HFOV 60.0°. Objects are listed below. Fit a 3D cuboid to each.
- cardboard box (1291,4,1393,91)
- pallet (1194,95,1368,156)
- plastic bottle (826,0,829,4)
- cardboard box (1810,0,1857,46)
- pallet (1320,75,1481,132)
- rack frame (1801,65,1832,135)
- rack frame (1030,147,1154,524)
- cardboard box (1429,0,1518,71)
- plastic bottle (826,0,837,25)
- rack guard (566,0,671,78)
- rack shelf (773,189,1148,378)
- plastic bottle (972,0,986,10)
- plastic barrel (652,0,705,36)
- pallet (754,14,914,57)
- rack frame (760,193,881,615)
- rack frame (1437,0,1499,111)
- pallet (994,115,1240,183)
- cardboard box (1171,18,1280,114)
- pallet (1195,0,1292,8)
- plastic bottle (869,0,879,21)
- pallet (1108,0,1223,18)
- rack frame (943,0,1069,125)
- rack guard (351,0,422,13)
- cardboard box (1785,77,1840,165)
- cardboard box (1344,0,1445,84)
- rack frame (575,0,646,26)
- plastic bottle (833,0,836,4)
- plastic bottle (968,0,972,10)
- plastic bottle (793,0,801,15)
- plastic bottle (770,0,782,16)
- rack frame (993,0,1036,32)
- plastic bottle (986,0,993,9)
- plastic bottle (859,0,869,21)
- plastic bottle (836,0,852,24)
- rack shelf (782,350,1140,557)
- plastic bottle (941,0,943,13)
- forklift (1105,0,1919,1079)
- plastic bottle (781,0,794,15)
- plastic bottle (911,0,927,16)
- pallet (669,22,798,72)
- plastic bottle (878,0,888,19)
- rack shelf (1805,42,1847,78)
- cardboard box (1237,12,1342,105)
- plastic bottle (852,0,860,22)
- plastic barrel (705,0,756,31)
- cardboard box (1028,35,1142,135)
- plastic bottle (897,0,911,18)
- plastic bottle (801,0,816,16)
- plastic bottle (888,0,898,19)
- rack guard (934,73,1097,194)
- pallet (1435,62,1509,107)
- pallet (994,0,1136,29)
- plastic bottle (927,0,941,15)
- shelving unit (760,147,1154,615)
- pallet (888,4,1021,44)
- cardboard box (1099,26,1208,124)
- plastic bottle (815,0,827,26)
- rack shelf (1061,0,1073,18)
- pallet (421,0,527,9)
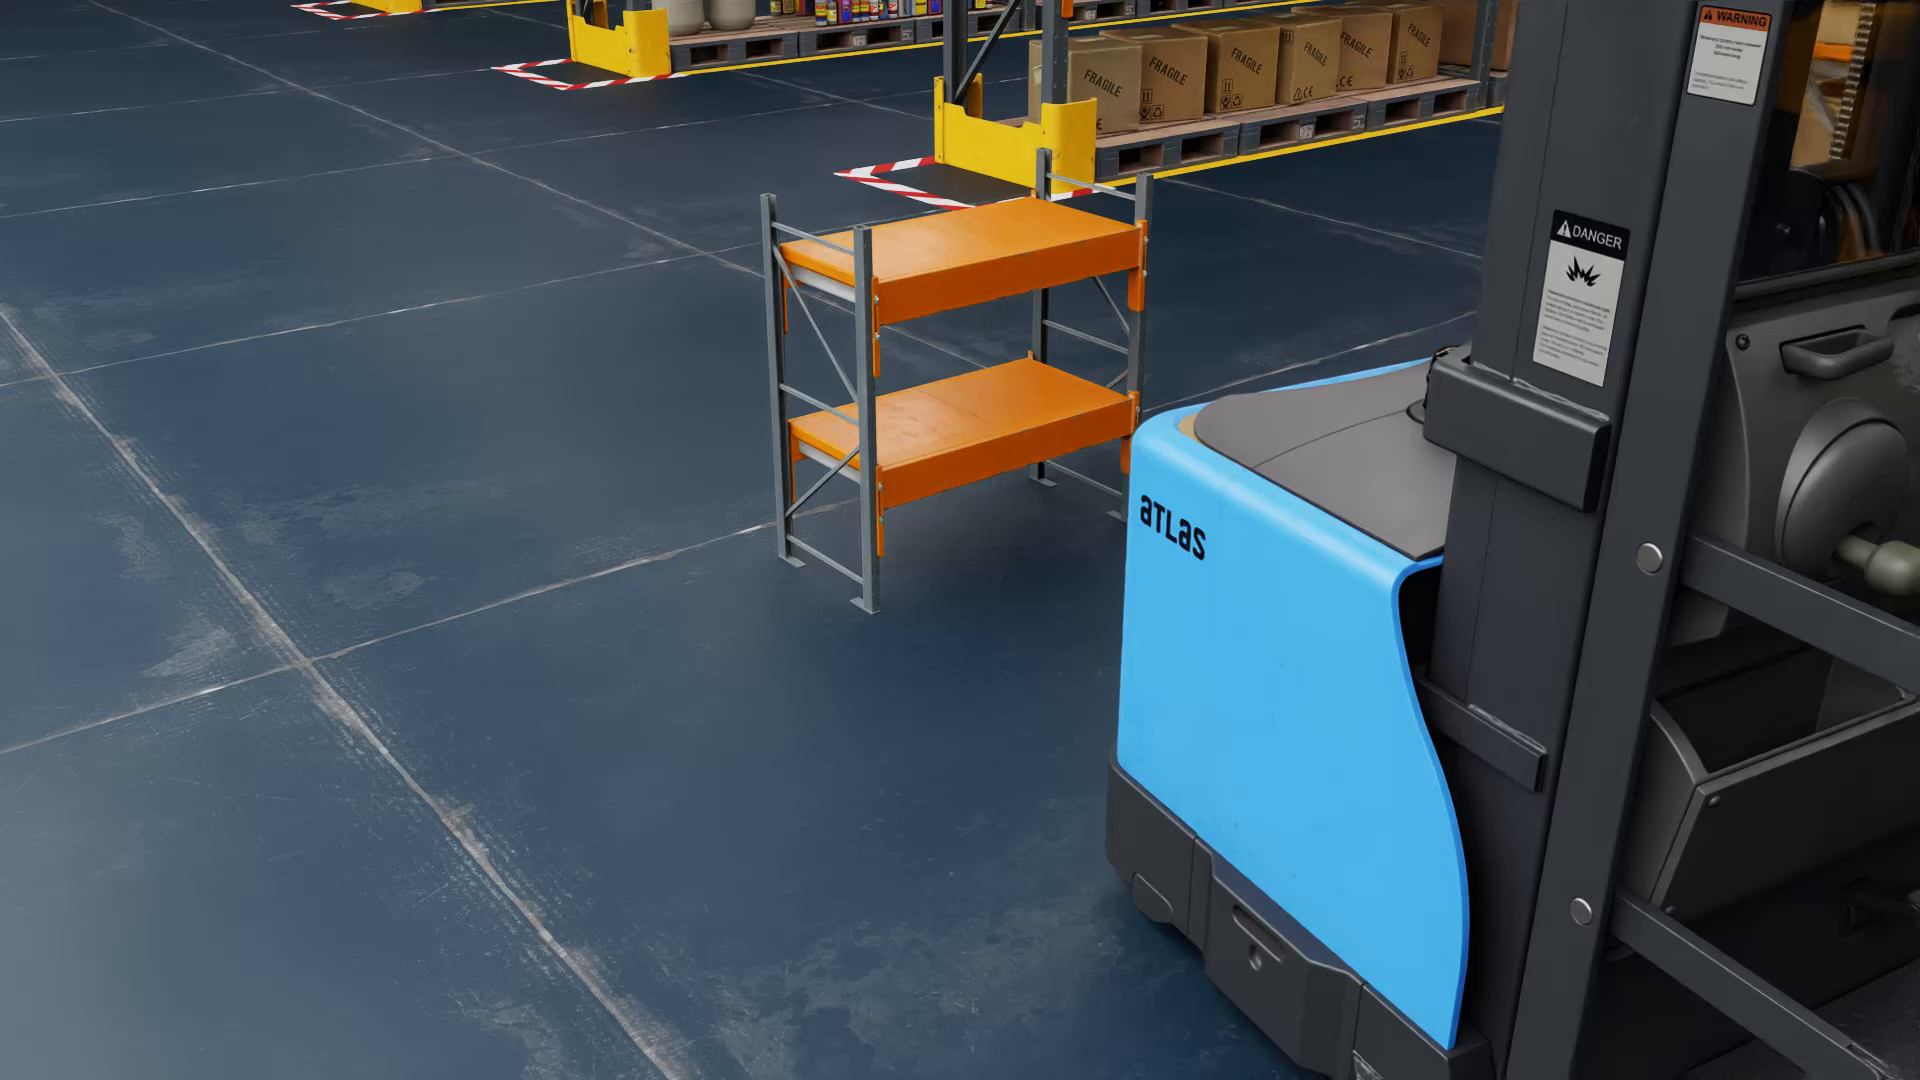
[{"bbox_3d":[2.615,-3.405,11.495,0.500,0.500,0.500,-9,26,-18],"label":"cardboard box"},{"bbox_3d":[1.933,-2.821,11.077,1.213,0.211,1.003,-18,31,-34],"label":"pallet"},{"bbox_3d":[-1.213,-4.801,14.832,0.097,0.201,0.097,0,25,0],"label":"plastic bottle"},{"bbox_3d":[3.498,-2.062,5.951,0.550,0.550,0.875,-18,31,-34],"label":"cardboard box"},{"bbox_3d":[2.894,-3.139,11.764,1.213,0.211,1.003,-18,31,-34],"label":"pallet"},{"bbox_3d":[3.234,-1.882,5.742,0.127,3.000,1.000,-18,31,-34],"label":"rack frame"},{"bbox_3d":[0.405,-0.644,5.302,0.032,1.125,0.500,-18,31,-34],"label":"rack frame"},{"bbox_3d":[3.897,-3.809,12.340,0.500,0.500,0.700,-21,32,-38],"label":"cardboard box"},{"bbox_3d":[-1.103,-4.517,14.221,0.097,0.201,0.097,0,25,0],"label":"plastic bottle"},{"bbox_3d":[-2.773,-4.094,13.477,0.348,0.500,1.175,-18,31,-34],"label":"rack guard"},{"bbox_3d":[0.005,-0.777,4.894,1.000,0.278,0.538,-18,31,-34],"label":"rack shelf"},{"bbox_3d":[0.169,-4.964,15.088,0.133,0.283,0.061,-17,30,-32],"label":"plastic bottle"},{"bbox_3d":[-2.333,-4.451,13.733,0.421,0.512,0.421,0,25,0],"label":"plastic barrel"},{"bbox_3d":[-1.171,-4.487,14.668,1.213,0.211,1.003,-18,31,-34],"label":"pallet"},{"bbox_3d":[-0.395,-0.380,4.732,0.032,1.125,0.500,-18,31,-34],"label":"rack frame"},{"bbox_3d":[3.400,-4.591,11.578,0.127,3.000,1.000,-18,31,-34],"label":"rack frame"},{"bbox_3d":[0.974,-2.506,10.398,1.213,0.211,1.003,-18,31,-34],"label":"pallet"},{"bbox_3d":[1.708,-3.088,10.810,0.500,0.500,0.500,-15,29,-29],"label":"cardboard box"},{"bbox_3d":[2.858,-5.817,17.533,1.213,0.211,1.003,-18,31,-34],"label":"pallet"},{"bbox_3d":[-0.758,-4.631,14.467,0.097,0.201,0.097,0,25,0],"label":"plastic bottle"},{"bbox_3d":[1.899,-5.502,16.854,1.213,0.211,1.003,-18,31,-34],"label":"pallet"},{"bbox_3d":[0.253,-3.551,9.339,0.127,3.000,1.000,-18,31,-34],"label":"rack frame"},{"bbox_3d":[-5.876,-5.694,16.925,0.348,0.500,1.175,-18,31,-34],"label":"rack guard"},{"bbox_3d":[3.727,-1.307,6.528,0.875,0.875,0.875,-18,30,-34],"label":"cardboard box"},{"bbox_3d":[3.061,-3.557,11.821,0.500,0.500,0.500,-19,31,-36],"label":"cardboard box"},{"bbox_3d":[-2.803,-5.192,12.875,0.127,3.000,1.000,-18,31,-34],"label":"rack frame"},{"bbox_3d":[-1.176,-4.949,14.975,0.185,0.351,0.144,-17,30,-32],"label":"plastic bottle"},{"bbox_3d":[0.015,-4.967,15.012,0.185,0.351,0.144,-19,31,-35],"label":"plastic bottle"},{"bbox_3d":[-1.414,-4.835,14.818,0.135,0.276,0.152,-18,30,-34],"label":"plastic bottle"},{"bbox_3d":[-1.629,-4.745,14.712,0.097,0.201,0.097,0,25,0],"label":"plastic bottle"},{"bbox_3d":[0.344,-6.231,15.113,0.127,3.000,1.000,-18,31,-34],"label":"rack frame"},{"bbox_3d":[0.251,-4.964,15.184,0.097,0.201,0.097,0,25,0],"label":"plastic bottle"},{"bbox_3d":[-0.836,-4.637,14.396,0.097,0.271,0.097,0,25,0],"label":"plastic bottle"},{"bbox_3d":[-0.995,-4.580,14.260,0.133,0.283,0.061,-18,30,-33],"label":"plastic bottle"},{"bbox_3d":[0.005,-0.290,5.120,1.000,0.278,0.538,-18,31,-34],"label":"rack shelf"},{"bbox_3d":[-0.136,-4.917,14.905,0.185,0.351,0.144,-20,32,-37],"label":"plastic bottle"},{"bbox_3d":[1.460,-0.148,2.087,1.130,2.935,3.031,-13,28,-26],"label":"forklift"},{"bbox_3d":[-1.548,-4.818,14.773,0.133,0.283,0.061,-17,30,-33],"label":"plastic bottle"},{"bbox_3d":[-0.390,-4.833,14.724,0.185,0.351,0.144,-18,31,-34],"label":"plastic bottle"},{"bbox_3d":[-2.130,-4.172,13.989,1.213,0.211,1.003,-18,31,-34],"label":"pallet"},{"bbox_3d":[-0.677,-4.690,14.510,0.097,0.271,0.097,0,25,0],"label":"plastic bottle"},{"bbox_3d":[4.808,-2.075,7.013,4.000,0.370,1.077,-18,31,-34],"label":"rack shelf"},{"bbox_3d":[2.175,-3.218,11.091,0.500,0.500,0.500,-22,33,-38],"label":"cardboard box"},{"bbox_3d":[-0.915,-4.611,14.340,0.097,0.271,0.097,0,25,0],"label":"plastic bottle"},{"bbox_3d":[-1.938,-4.581,14.013,0.421,0.512,0.421,0,25,0],"label":"plastic barrel"},{"bbox_3d":[0.755,-2.765,10.115,0.500,0.500,0.500,-12,28,-25],"label":"cardboard box"},{"bbox_3d":[-0.520,-4.758,14.652,0.135,0.276,0.152,-18,30,-33],"label":"plastic bottle"},{"bbox_3d":[-1.347,-4.803,14.740,0.133,0.283,0.061,-18,31,-34],"label":"plastic bottle"},{"bbox_3d":[-0.596,-4.684,14.582,0.097,0.201,0.097,0,25,0],"label":"plastic bottle"},{"bbox_3d":[0.313,-2.437,9.908,0.348,0.500,1.175,-18,31,-34],"label":"rack guard"},{"bbox_3d":[4.012,-3.528,12.602,1.213,0.211,1.003,-18,31,-34],"label":"pallet"},{"bbox_3d":[0.938,-5.183,16.168,1.213,0.211,1.003,-18,31,-34],"label":"pallet"},{"bbox_3d":[-0.238,-4.830,14.798,0.133,0.283,0.061,-16,29,-31],"label":"plastic bottle"},{"bbox_3d":[0.005,-0.512,5.017,1.048,1.125,0.538,-18,31,-34],"label":"shelving unit"},{"bbox_3d":[-0.210,-4.806,15.354,1.213,0.211,1.003,-18,31,-34],"label":"pallet"},{"bbox_3d":[1.204,-2.931,10.474,0.500,0.500,0.500,-10,27,-21],"label":"cardboard box"},{"bbox_3d":[-1.184,-4.522,14.149,0.097,0.271,0.097,0,25,0],"label":"plastic bottle"},{"bbox_3d":[1.827,-3.745,10.610,4.000,0.370,1.077,-18,31,-34],"label":"rack shelf"},{"bbox_3d":[-5.281,-5.782,17.457,1.213,0.211,1.003,-18,31,-34],"label":"pallet"}]
